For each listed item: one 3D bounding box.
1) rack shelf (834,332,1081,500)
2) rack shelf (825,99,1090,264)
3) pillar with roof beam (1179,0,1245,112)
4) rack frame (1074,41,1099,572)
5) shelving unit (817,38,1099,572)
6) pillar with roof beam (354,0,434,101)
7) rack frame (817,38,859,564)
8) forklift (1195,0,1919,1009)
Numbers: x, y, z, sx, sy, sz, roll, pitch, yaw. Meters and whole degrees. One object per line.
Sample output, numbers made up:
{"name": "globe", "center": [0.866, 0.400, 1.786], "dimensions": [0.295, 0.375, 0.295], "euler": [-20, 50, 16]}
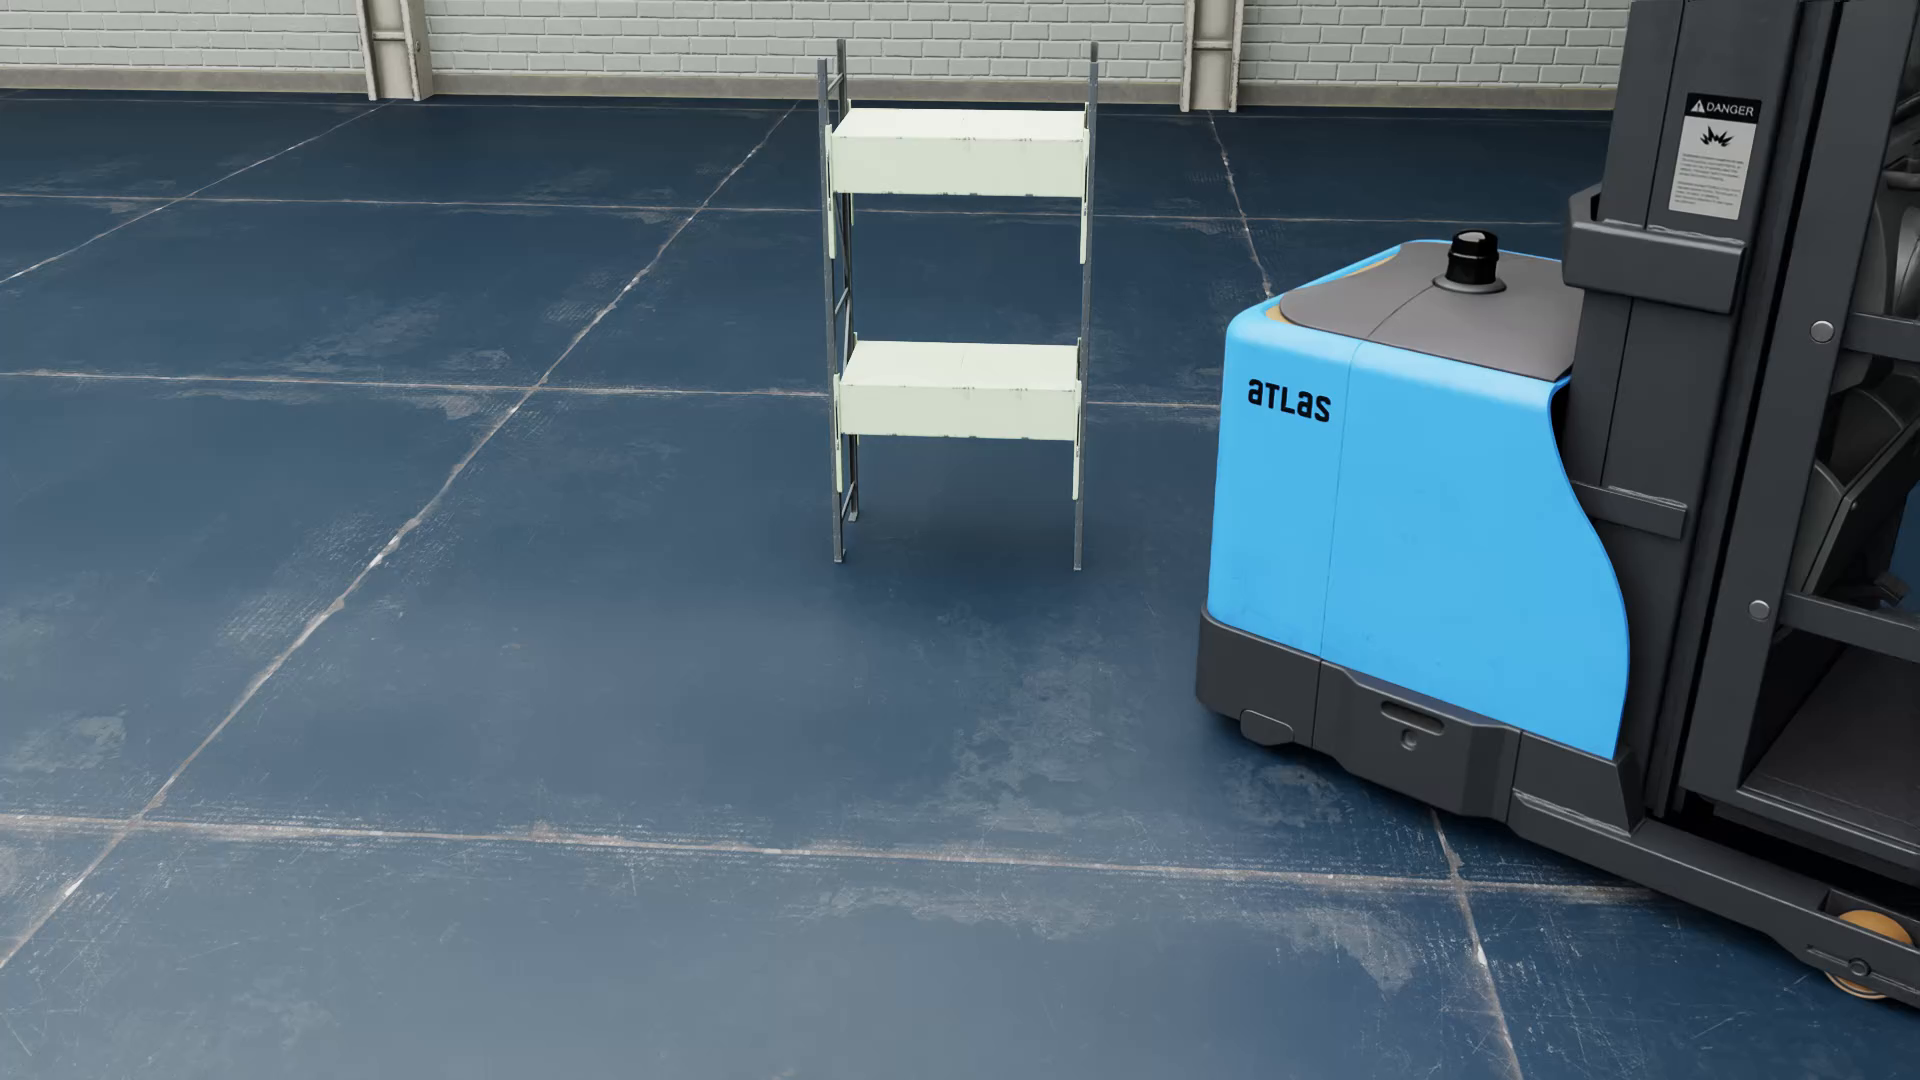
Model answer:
{"name": "rack shelf", "center": [0.007, -0.385, 5.072], "dimensions": [0.720, 0.370, 0.431], "euler": [2, 25, 4]}
{"name": "rack shelf", "center": [0.007, -1.036, 4.773], "dimensions": [0.720, 0.370, 0.431], "euler": [2, 25, 4]}
{"name": "pillar with roof beam", "center": [1.468, -5.430, 6.285], "dimensions": [0.400, 9.000, 9.100], "euler": [2, 25, 4]}
{"name": "rack frame", "center": [0.372, -0.669, 4.911], "dimensions": [0.023, 1.500, 0.400], "euler": [2, 25, 4]}
{"name": "shelving unit", "center": [0.007, -0.681, 4.936], "dimensions": [0.755, 1.500, 0.431], "euler": [2, 25, 4]}
{"name": "pillar with roof beam", "center": [-4.514, -5.622, 6.702], "dimensions": [0.400, 9.000, 9.100], "euler": [2, 25, 4]}
{"name": "rack frame", "center": [-0.358, -0.693, 4.961], "dimensions": [0.023, 1.500, 0.400], "euler": [2, 25, 4]}
{"name": "forklift", "center": [2.048, -0.625, 3.102], "dimensions": [3.031, 2.935, 1.130], "euler": [20, 31, 36]}
